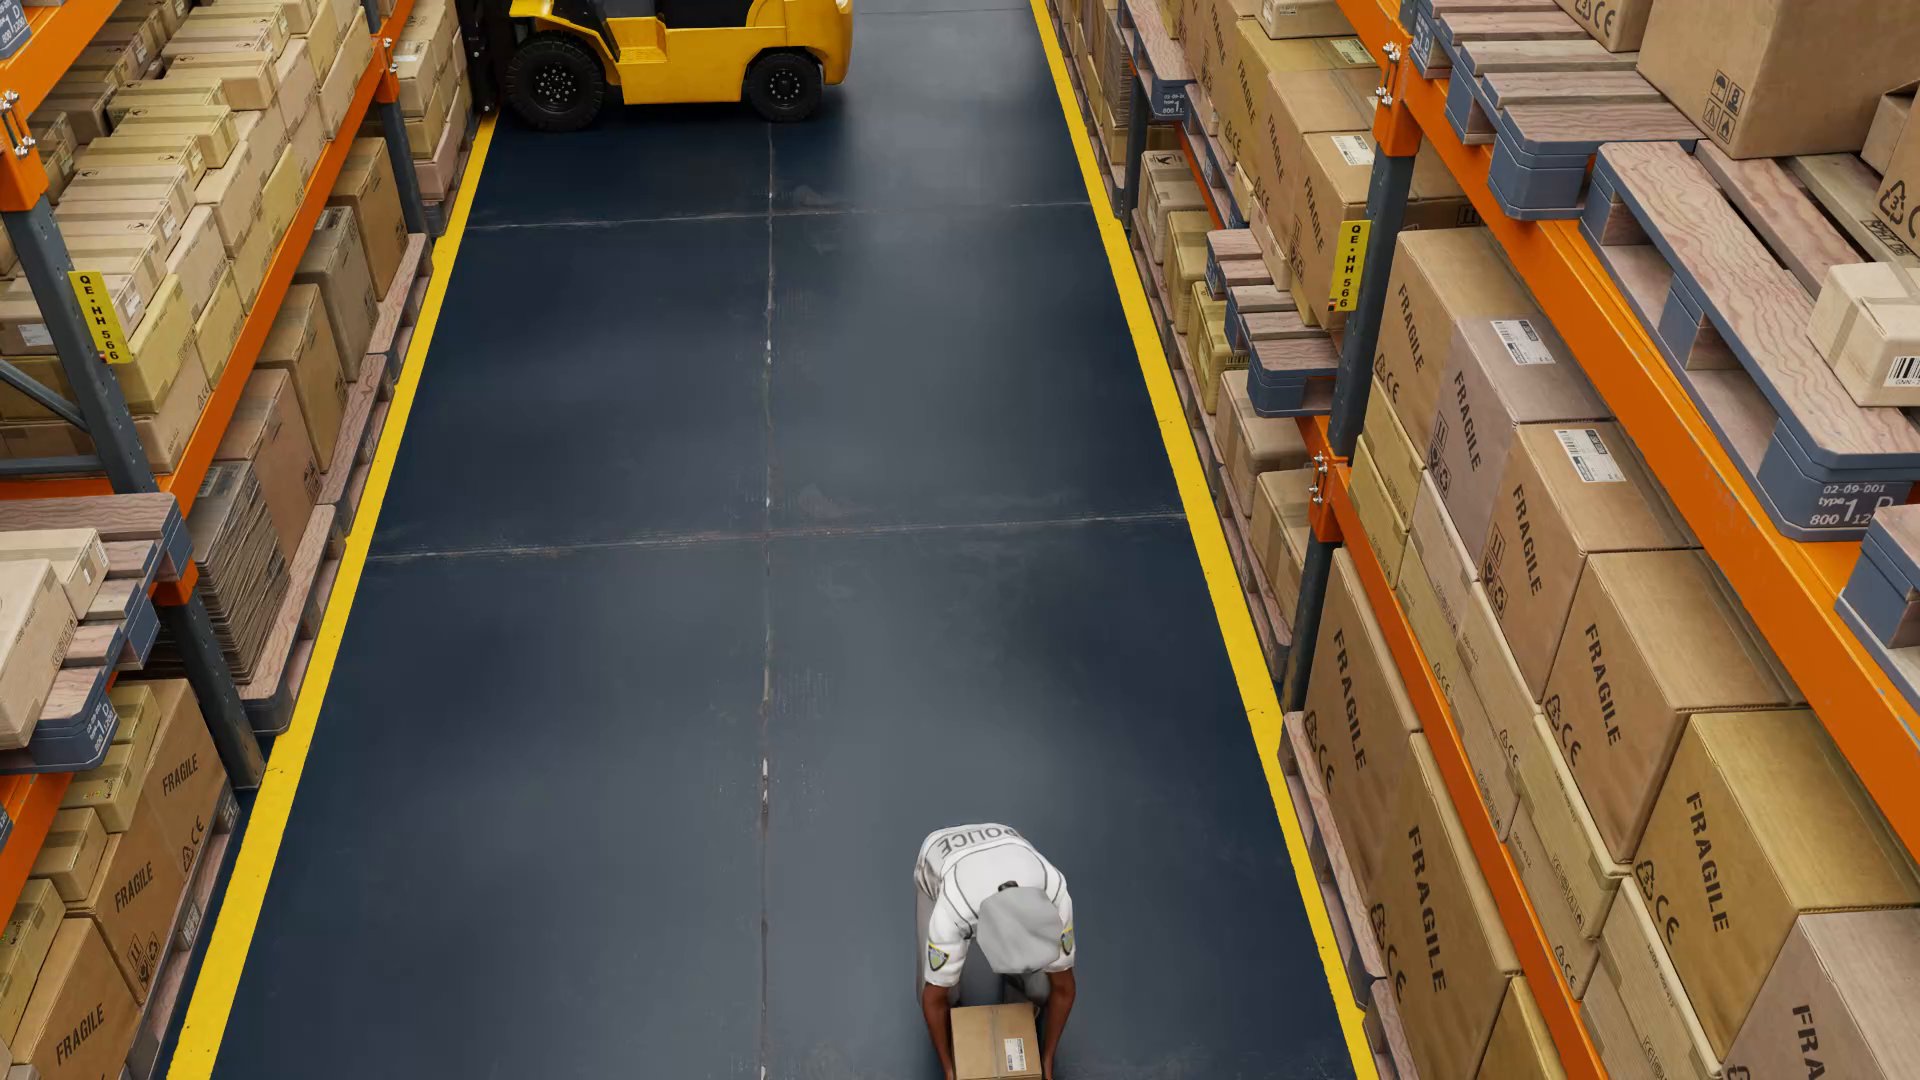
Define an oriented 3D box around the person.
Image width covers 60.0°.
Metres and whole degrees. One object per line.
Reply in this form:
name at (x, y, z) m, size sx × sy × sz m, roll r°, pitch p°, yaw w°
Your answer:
person at (0.097, 1.241, 5.202) m, size 0.485 × 0.961 × 0.837 m, roll -3°, pitch 39°, yaw -4°
